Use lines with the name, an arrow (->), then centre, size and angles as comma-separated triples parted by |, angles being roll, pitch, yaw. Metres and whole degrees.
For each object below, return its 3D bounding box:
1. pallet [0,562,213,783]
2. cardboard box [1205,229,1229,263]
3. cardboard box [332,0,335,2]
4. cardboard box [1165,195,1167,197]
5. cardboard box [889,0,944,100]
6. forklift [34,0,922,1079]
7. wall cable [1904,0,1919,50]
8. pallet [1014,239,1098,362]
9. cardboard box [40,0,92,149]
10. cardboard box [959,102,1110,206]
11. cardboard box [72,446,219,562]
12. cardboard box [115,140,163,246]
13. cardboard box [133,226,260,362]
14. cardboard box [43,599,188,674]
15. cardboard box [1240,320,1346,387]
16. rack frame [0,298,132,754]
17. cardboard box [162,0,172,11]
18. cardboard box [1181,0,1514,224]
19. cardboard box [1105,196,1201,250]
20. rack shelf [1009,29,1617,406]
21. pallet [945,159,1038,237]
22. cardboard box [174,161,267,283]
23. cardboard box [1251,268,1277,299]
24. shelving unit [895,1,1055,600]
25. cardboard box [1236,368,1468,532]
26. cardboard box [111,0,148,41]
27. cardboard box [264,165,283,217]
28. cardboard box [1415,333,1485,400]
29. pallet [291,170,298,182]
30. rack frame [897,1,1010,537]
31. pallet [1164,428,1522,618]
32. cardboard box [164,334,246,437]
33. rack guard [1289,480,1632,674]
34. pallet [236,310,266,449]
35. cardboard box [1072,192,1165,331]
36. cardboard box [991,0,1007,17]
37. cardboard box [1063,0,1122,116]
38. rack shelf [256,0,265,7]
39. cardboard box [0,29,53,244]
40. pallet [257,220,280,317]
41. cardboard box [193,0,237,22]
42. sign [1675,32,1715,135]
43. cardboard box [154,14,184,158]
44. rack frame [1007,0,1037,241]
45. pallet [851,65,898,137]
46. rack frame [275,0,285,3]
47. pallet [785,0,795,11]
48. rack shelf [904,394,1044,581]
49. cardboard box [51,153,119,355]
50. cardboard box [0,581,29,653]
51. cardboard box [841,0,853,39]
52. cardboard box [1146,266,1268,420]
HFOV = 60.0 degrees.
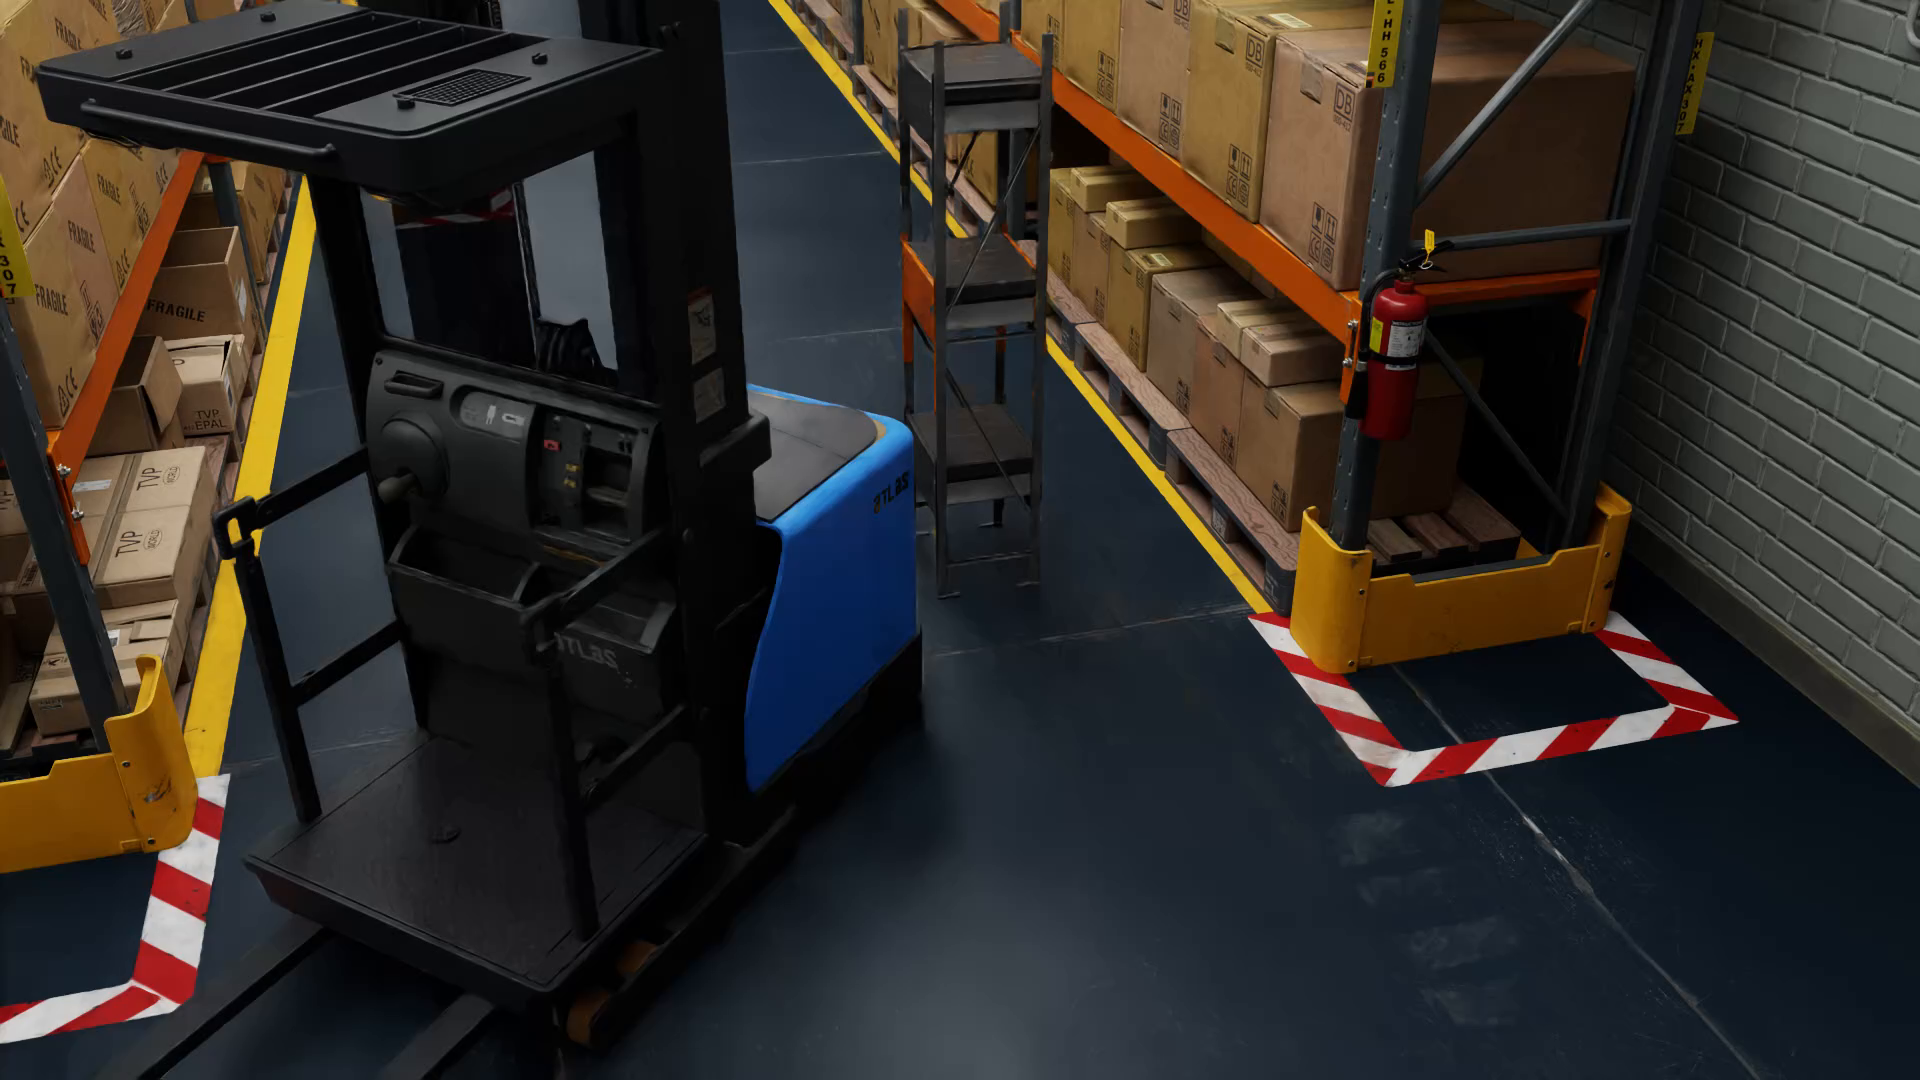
pallet -> -3.200, 0.462, 5.742 | 1.003, 0.211, 1.213 | -8, 31, -13
cardboard box -> 1.347, -1.390, 7.586 | 0.380, 0.149, 0.250 | -8, 31, -14
cardboard box -> -5.630, -4.705, 14.210 | 0.500, 0.250, 0.500 | -8, 31, -14
cardboard box -> 1.211, -1.637, 8.012 | 0.380, 0.149, 0.250 | -9, 31, -15
cardboard box -> -0.020, -3.303, 11.189 | 0.750, 0.750, 0.750 | -8, 31, -14
forklift -> -1.270, -0.177, 4.129 | 1.130, 2.935, 3.031 | 15, 33, 24
wall cable -> 3.060, -0.931, 4.350 | 0.084, 1.984, 1.851 | -8, 31, -13
pallet -> 0.873, -1.332, 8.840 | 1.003, 0.211, 1.213 | -8, 31, -13
cardboard box -> -3.105, -1.543, 5.323 | 0.500, 0.500, 0.500 | -7, 31, -13
cardboard box -> 0.448, -2.464, 9.740 | 0.750, 0.750, 0.750 | -7, 31, -13
cardboard box -> -3.103, -0.107, 6.247 | 0.500, 0.250, 0.500 | -8, 31, -13
cardboard box -> -3.234, -1.349, 5.987 | 0.500, 0.500, 0.500 | -7, 31, -13
cardboard box -> -3.604, -1.127, 7.758 | 0.500, 0.500, 0.500 | -8, 31, -13
cardboard box -> -2.813, 0.343, 5.552 | 0.380, 0.166, 0.250 | -8, 31, -13
cardboard box -> 1.316, -0.727, 6.441 | 0.380, 0.149, 0.250 | -8, 31, -14
rack frame -> -2.967, -0.324, 4.315 | 1.000, 3.000, 0.127 | -8, 31, -13
cardboard box -> -3.645, -2.522, 7.015 | 0.500, 0.500, 0.500 | -8, 31, -13
cardboard box -> 1.459, -1.709, 6.409 | 0.980, 0.700, 0.700 | -8, 31, -14
cardboard box -> 0.900, -1.480, 7.742 | 0.380, 0.149, 0.250 | -9, 31, -15
rack shelf -> 1.277, -1.639, 7.305 | 1.077, 0.370, 4.000 | -8, 31, -13
pallet -> 0.469, -2.072, 10.119 | 1.003, 0.211, 1.213 | -8, 31, -13
cardboard box -> -3.922, -1.630, 8.628 | 0.500, 0.500, 0.500 | -9, 31, -16
cardboard box -> 1.482, -1.144, 7.161 | 0.380, 0.149, 0.250 | -7, 31, -13
shelving unit -> 0.044, -0.829, 6.086 | 0.431, 2.100, 0.503 | -8, 31, -13
cardboard box -> 1.526, -0.409, 6.538 | 0.700, 0.500, 0.500 | -8, 31, -13
cardboard box -> -3.373, -2.031, 6.167 | 0.500, 0.500, 0.500 | -8, 31, -13
cardboard box -> -4.200, -2.129, 9.490 | 0.500, 0.500, 0.500 | -7, 31, -13
cardboard box -> 1.752, -0.656, 6.317 | 0.380, 0.149, 0.250 | -8, 31, -13
pallet -> -4.929, -2.615, 11.057 | 1.003, 0.211, 1.213 | -8, 31, -13
rack frame -> -0.021, -0.947, 6.289 | 0.400, 2.100, 0.015 | -8, 31, -13
pallet -> 1.520, -0.153, 6.804 | 1.003, 0.211, 1.213 | -8, 31, -13
cardboard box -> -3.405, -0.683, 7.180 | 0.500, 0.311, 0.500 | -8, 31, -13
rack guard -> 1.814, 0.109, 6.062 | 1.175, 0.500, 0.348 | -8, 31, -13
pallet -> -3.847, -0.717, 7.778 | 1.003, 0.211, 1.213 | -8, 31, -13
cardboard box -> 0.976, -1.398, 8.247 | 0.700, 0.500, 0.500 | -8, 31, -14
cardboard box -> 0.384, -2.942, 9.069 | 0.380, 0.149, 0.250 | -8, 31, -13
cardboard box -> 1.063, -2.428, 7.652 | 0.980, 0.700, 0.700 | -9, 31, -15
rack shelf -> -4.560, -2.910, 9.502 | 1.077, 0.370, 4.000 | -8, 31, -13
cardboard box -> -2.831, -1.049, 4.470 | 0.500, 0.500, 0.500 | -7, 31, -12
pallet -> -4.281, -1.437, 9.021 | 1.003, 0.211, 1.213 | -8, 31, -13
cardboard box -> -3.939, -2.739, 7.969 | 0.700, 0.500, 0.500 | -19, 35, -30
sign -> 2.345, -1.464, 5.342 | 0.100, 0.325, 0.005 | -8, 31, -13
cardboard box -> -3.510, -1.843, 6.840 | 0.500, 0.500, 0.500 | -7, 31, -12
rack frame -> 0.746, -2.916, 8.794 | 1.000, 3.000, 0.127 | -8, 31, -13
pallet -> -0.179, -3.250, 12.155 | 1.003, 0.211, 1.213 | -8, 31, -13
rack frame -> -5.090, -4.188, 10.990 | 1.000, 3.000, 0.127 | -8, 31, -13
pallet -> -1.169, -5.197, 15.519 | 1.003, 0.211, 1.213 | -8, 31, -13
rack shelf -> 0.044, -0.211, 6.443 | 0.431, 0.518, 0.480 | -8, 31, -13
cardboard box -> -2.973, -0.865, 5.150 | 0.500, 0.500, 0.500 | -8, 31, -14
cardboard box -> -3.370, 0.275, 5.670 | 0.380, 0.166, 0.250 | -8, 31, -13
cardboard box -> -0.557, -4.297, 13.236 | 0.700, 0.500, 0.500 | -7, 31, -13
cardboard box -> 1.259, -0.893, 7.375 | 0.700, 0.500, 0.500 | -9, 31, -15
